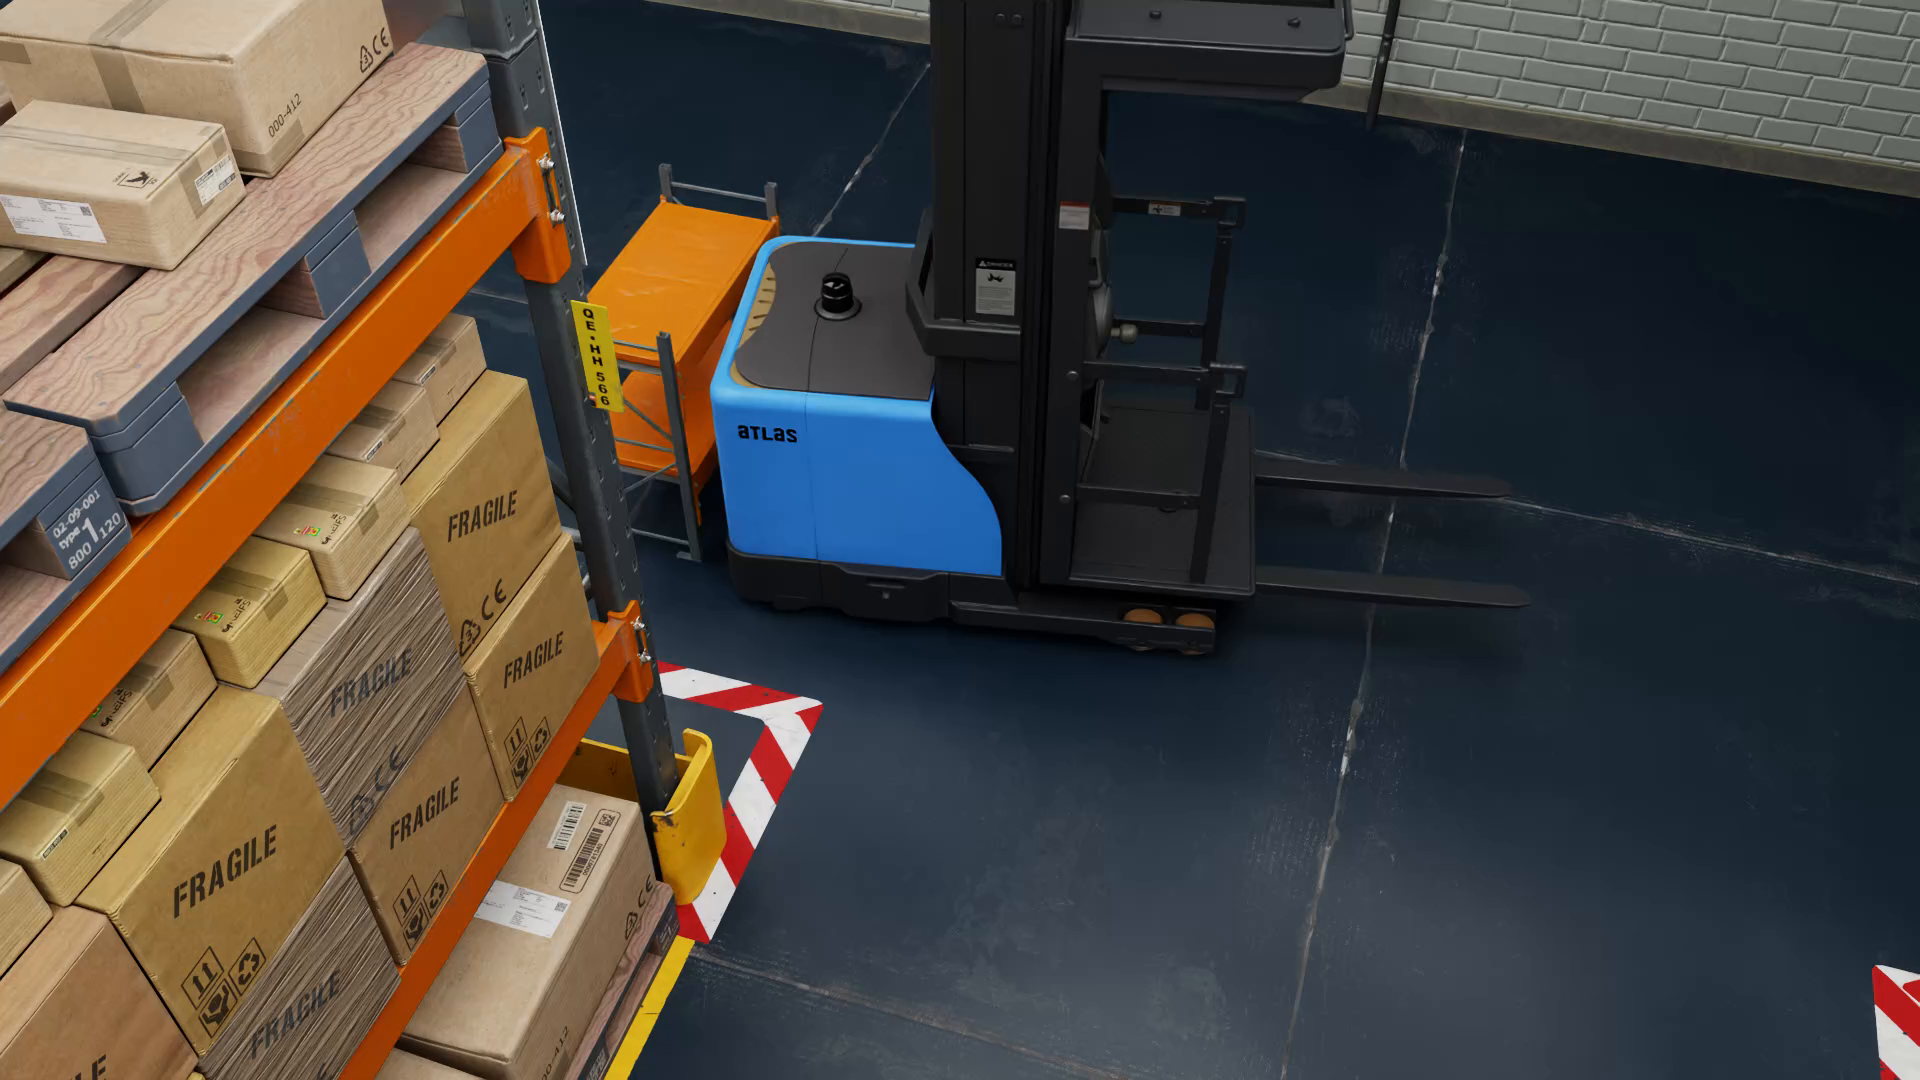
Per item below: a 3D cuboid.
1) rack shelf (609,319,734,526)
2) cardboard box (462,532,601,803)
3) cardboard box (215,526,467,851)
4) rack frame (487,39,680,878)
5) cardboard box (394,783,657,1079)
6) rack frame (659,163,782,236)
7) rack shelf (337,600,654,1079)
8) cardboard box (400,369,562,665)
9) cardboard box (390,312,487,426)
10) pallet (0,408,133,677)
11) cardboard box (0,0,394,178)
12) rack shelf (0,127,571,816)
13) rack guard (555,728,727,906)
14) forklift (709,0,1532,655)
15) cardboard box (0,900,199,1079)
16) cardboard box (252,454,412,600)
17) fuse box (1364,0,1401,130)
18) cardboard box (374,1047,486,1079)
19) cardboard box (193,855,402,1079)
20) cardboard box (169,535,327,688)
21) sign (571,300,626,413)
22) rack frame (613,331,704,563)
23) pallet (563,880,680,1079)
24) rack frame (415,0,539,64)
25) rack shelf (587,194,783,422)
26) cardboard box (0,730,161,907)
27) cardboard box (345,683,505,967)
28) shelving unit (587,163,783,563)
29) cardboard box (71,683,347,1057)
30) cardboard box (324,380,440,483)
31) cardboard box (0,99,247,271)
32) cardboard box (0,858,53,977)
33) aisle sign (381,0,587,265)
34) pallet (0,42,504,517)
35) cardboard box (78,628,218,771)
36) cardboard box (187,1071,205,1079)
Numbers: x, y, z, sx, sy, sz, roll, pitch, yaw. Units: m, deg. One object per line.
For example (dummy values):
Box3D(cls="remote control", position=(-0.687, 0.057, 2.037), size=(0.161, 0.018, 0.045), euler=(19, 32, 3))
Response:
Box3D(cls="rack shelf", position=(-1.118, -0.538, 6.846), size=(0.538, 0.278, 1.000), euler=(12, 46, 12))
Box3D(cls="cardboard box", position=(-1.292, 0.271, 4.256), size=(0.500, 0.500, 0.500), euler=(13, 46, 13))
Box3D(cls="cardboard box", position=(-1.448, 0.263, 3.550), size=(0.500, 0.500, 0.500), euler=(13, 46, 13))
Box3D(cls="rack frame", position=(-1.398, -0.070, 4.677), size=(1.000, 3.000, 0.127), euler=(13, 46, 13))
Box3D(cls="cardboard box", position=(-1.503, 1.156, 4.955), size=(0.875, 0.438, 0.875), euler=(11, 45, 11))
Box3D(cls="rack frame", position=(-0.967, -1.053, 7.021), size=(0.500, 1.125, 0.032), euler=(12, 46, 12))
Box3D(cls="rack shelf", position=(-2.004, 1.520, 3.567), size=(1.077, 0.370, 4.000), euler=(13, 46, 13))
Box3D(cls="cardboard box", position=(-1.318, -0.092, 3.913), size=(0.500, 0.500, 0.500), euler=(14, 46, 14))
Box3D(cls="cardboard box", position=(-1.316, -0.414, 3.778), size=(0.380, 0.149, 0.250), euler=(13, 46, 13))
Box3D(cls="pallet", position=(-1.981, 0.202, 2.318), size=(1.003, 0.211, 1.213), euler=(13, 46, 13))
Box3D(cls="cardboard box", position=(-1.449, -0.956, 3.173), size=(0.500, 0.250, 0.500), euler=(9, 45, 9))
Box3D(cls="rack shelf", position=(-2.004, 0.448, 2.517), size=(1.077, 0.370, 4.000), euler=(13, 46, 13))
Box3D(cls="rack guard", position=(-1.391, 0.807, 5.568), size=(1.175, 0.500, 0.348), euler=(13, 46, 13))
Box3D(cls="forklift", position=(0.664, -1.008, 5.684), size=(3.031, 2.935, 1.130), euler=(5, 45, 5))
Box3D(cls="cardboard box", position=(-1.755, 0.927, 2.872), size=(0.500, 0.500, 0.500), euler=(12, 46, 12))
Box3D(cls="cardboard box", position=(-1.368, -0.050, 3.406), size=(0.380, 0.149, 0.250), euler=(12, 46, 12))
Box3D(cls="fuse box", position=(2.245, -2.831, 8.420), size=(0.539, 1.711, 0.414), euler=(13, 46, 13))
Box3D(cls="cardboard box", position=(-1.772, 1.768, 4.330), size=(0.875, 0.438, 0.875), euler=(14, 46, 14))
Box3D(cls="cardboard box", position=(-1.605, 0.948, 3.565), size=(0.500, 0.500, 0.500), euler=(14, 46, 14))
Box3D(cls="cardboard box", position=(-1.484, 0.110, 3.243), size=(0.380, 0.149, 0.250), euler=(14, 46, 13))
Box3D(cls="sign", position=(-0.885, -0.445, 4.063), size=(0.100, 0.325, 0.005), euler=(13, 46, 13))
Box3D(cls="rack frame", position=(-1.270, -0.374, 6.328), size=(0.500, 1.125, 0.032), euler=(12, 46, 12))
Box3D(cls="pallet", position=(-1.566, 1.476, 5.091), size=(1.003, 0.211, 1.213), euler=(13, 46, 13))
Box3D(cls="rack frame", position=(-1.398, -2.215, 2.579), size=(1.000, 3.000, 0.127), euler=(13, 46, 13))
Box3D(cls="rack shelf", position=(-1.118, -0.922, 6.470), size=(0.538, 0.278, 1.000), euler=(12, 46, 12))
Box3D(cls="cardboard box", position=(-1.650, 0.448, 2.897), size=(0.380, 0.149, 0.250), euler=(14, 46, 13))
Box3D(cls="cardboard box", position=(-1.459, 0.603, 3.918), size=(0.500, 0.500, 0.500), euler=(12, 46, 12))
Box3D(cls="shelving unit", position=(-1.118, -0.713, 6.675), size=(0.538, 1.125, 1.048), euler=(12, 46, 12))
Box3D(cls="cardboard box", position=(-1.601, 0.592, 3.214), size=(0.500, 0.500, 0.500), euler=(12, 46, 12))
Box3D(cls="cardboard box", position=(-1.370, -0.239, 3.600), size=(0.380, 0.149, 0.250), euler=(13, 46, 13))
Box3D(cls="cardboard box", position=(-1.500, -0.623, 2.905), size=(0.380, 0.149, 0.250), euler=(9, 45, 9))
Box3D(cls="cardboard box", position=(-1.748, 0.619, 2.722), size=(0.380, 0.149, 0.250), euler=(14, 46, 14))
Box3D(cls="aisle sign", position=(-1.081, -0.982, 3.750), size=(0.394, 0.787, 0.004), euler=(13, 46, 13))
Box3D(cls="pallet", position=(-1.613, -0.614, 3.152), size=(1.003, 0.211, 1.213), euler=(13, 46, 13))
Box3D(cls="cardboard box", position=(-1.630, 0.269, 3.080), size=(0.380, 0.149, 0.250), euler=(12, 46, 12))
Box3D(cls="cardboard box", position=(-1.749, 1.295, 3.211), size=(0.500, 0.500, 0.500), euler=(14, 46, 14))
